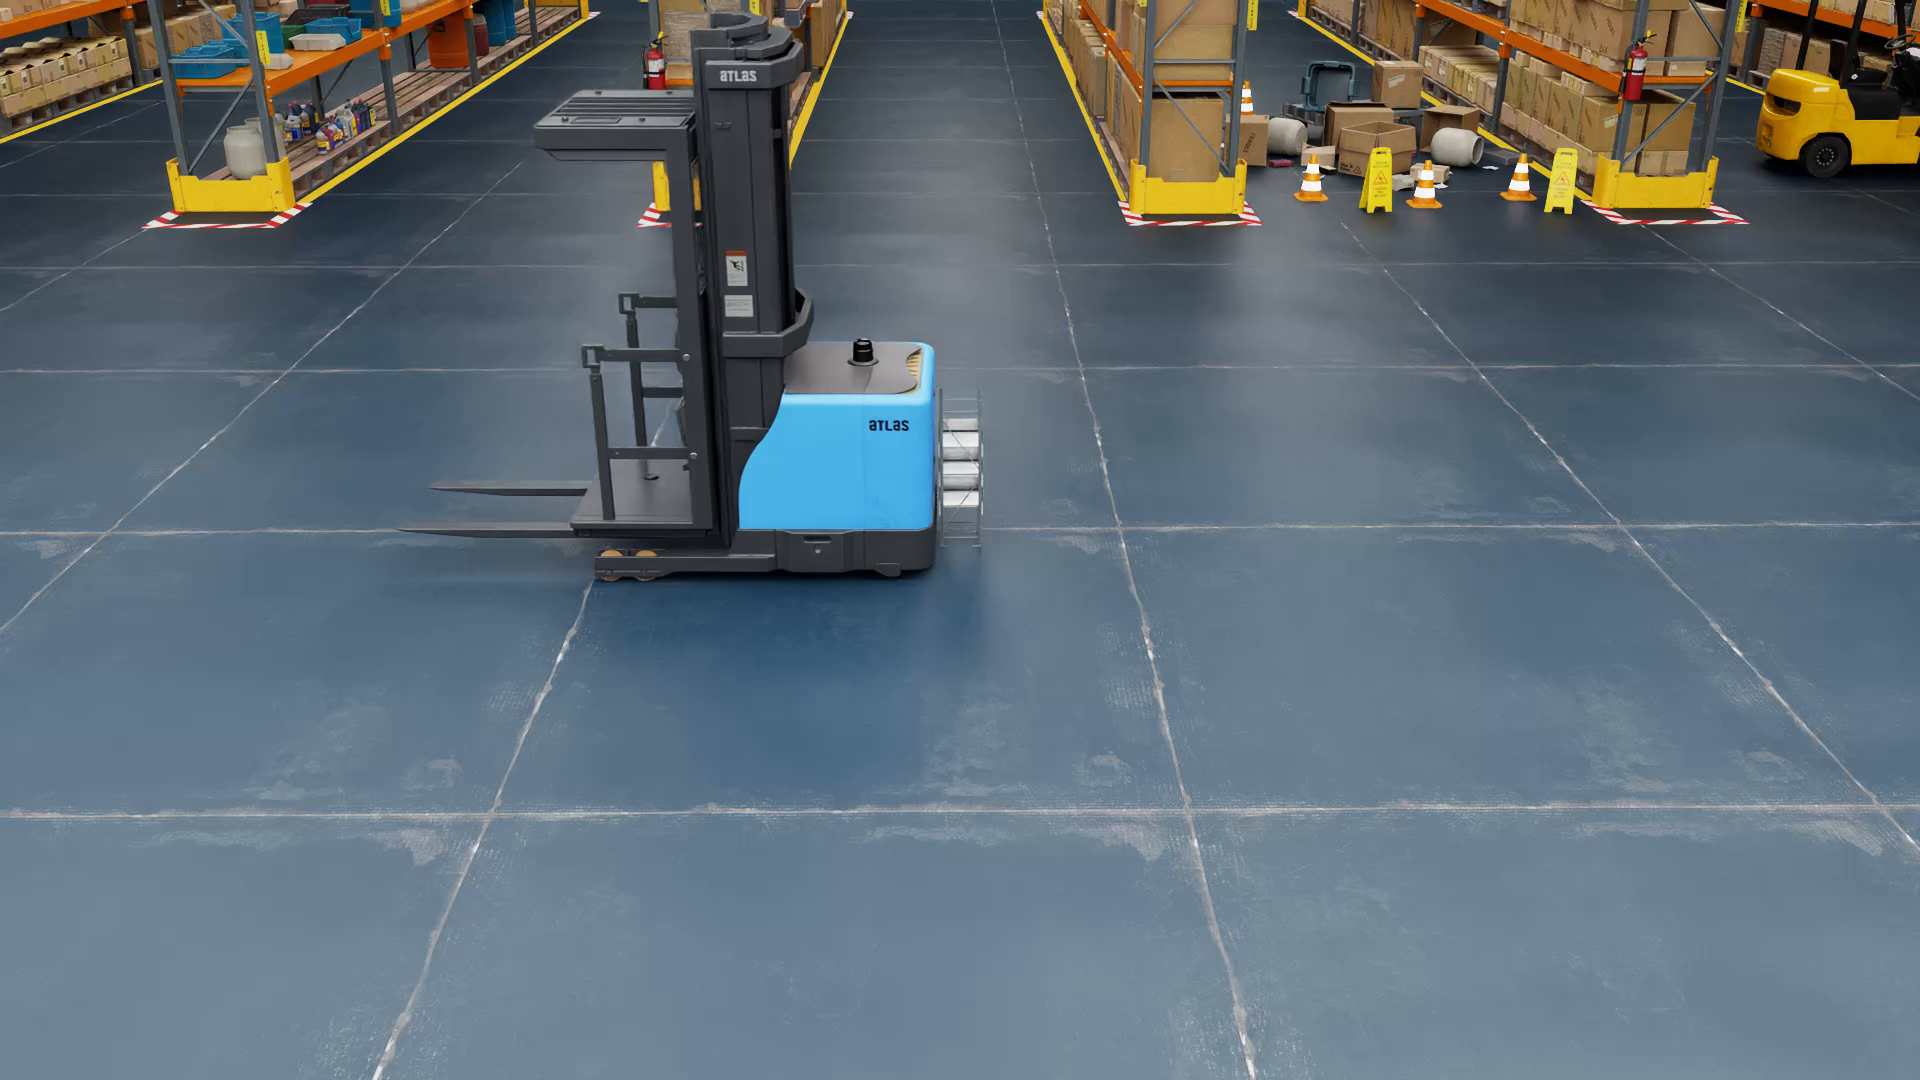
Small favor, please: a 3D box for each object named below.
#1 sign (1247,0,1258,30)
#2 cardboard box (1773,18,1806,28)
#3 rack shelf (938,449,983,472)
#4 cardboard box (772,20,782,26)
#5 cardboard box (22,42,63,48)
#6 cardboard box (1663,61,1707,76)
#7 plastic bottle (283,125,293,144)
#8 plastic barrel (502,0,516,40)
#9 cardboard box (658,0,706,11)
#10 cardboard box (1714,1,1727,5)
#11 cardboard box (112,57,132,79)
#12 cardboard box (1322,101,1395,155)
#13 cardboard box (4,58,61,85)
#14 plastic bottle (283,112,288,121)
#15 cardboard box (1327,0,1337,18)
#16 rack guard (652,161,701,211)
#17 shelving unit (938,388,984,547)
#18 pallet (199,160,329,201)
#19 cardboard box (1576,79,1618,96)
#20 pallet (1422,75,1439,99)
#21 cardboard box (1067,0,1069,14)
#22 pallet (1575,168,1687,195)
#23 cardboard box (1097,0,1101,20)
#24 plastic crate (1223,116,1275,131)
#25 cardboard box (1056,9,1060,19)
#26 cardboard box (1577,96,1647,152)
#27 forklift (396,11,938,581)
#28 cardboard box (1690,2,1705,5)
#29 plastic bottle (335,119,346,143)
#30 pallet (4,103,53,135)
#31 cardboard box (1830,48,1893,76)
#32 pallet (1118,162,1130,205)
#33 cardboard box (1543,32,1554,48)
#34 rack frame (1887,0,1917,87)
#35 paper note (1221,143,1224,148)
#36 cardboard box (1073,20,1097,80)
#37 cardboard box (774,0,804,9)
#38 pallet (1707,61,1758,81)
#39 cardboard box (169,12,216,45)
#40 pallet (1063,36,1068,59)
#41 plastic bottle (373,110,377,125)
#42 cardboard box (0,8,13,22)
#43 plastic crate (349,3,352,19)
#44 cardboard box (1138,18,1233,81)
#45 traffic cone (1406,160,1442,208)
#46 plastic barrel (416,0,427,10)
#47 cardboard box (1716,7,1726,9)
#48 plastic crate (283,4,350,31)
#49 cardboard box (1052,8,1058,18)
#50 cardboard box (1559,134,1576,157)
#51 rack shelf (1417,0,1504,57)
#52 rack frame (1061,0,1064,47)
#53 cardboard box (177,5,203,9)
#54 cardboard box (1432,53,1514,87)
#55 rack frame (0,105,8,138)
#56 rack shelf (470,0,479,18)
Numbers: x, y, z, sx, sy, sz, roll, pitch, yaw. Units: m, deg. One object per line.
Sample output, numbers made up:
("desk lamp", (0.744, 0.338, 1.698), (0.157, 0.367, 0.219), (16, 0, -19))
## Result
("sign", (2.915, -5.255, 16.582), (0.100, 0.325, 0.005), (0, 24, -1))
("cardboard box", (12.491, -7.773, 25.032), (0.380, 0.149, 0.250), (1, 24, 2))
("rack shelf", (0.003, -0.465, 9.548), (0.258, 0.077, 0.200), (0, 24, 0))
("cardboard box", (-2.355, -6.187, 20.095), (0.380, 0.149, 0.250), (0, 24, -1))
("cardboard box", (-12.867, -6.858, 23.419), (0.500, 0.311, 0.500), (-1, 24, -2))
("cardboard box", (7.512, -4.915, 17.281), (0.380, 0.149, 0.250), (0, 24, 0))
("plastic bottle", (-7.874, -4.749, 19.473), (0.097, 0.201, 0.097), (0, 24, 0))
("plastic barrel", (-7.695, -8.777, 27.553), (0.600, 0.901, 0.708), (0, 24, -1))
("cardboard box", (-2.853, -5.706, 17.030), (0.500, 0.500, 0.500), (0, 24, -1))
("cardboard box", (12.432, -8.627, 26.921), (0.380, 0.149, 0.250), (0, 24, 1))
("cardboard box", (-12.344, -6.820, 24.016), (0.500, 0.250, 0.500), (0, 24, 1))
("cardboard box", (4.740, -4.910, 19.831), (0.797, 0.637, 0.503), (0, 24, -1))
("cardboard box", (-12.312, -6.234, 22.040), (0.500, 0.311, 0.500), (-1, 24, -2))
("plastic bottle", (-8.041, -4.952, 19.821), (0.061, 0.283, 0.133), (1, 24, 2))
("cardboard box", (7.260, -9.856, 30.503), (0.875, 0.438, 0.875), (0, 24, 1))
("rack guard", (-2.601, -3.736, 17.404), (1.175, 0.500, 0.348), (0, 24, -1))
("shelving unit", (0.003, -0.414, 9.572), (0.258, 0.900, 0.210), (0, 24, 0))
("pallet", (-7.604, -3.917, 18.154), (1.003, 0.211, 1.213), (0, 24, -1))
("cardboard box", (6.968, -4.944, 18.171), (0.380, 0.149, 0.250), (0, 24, 1))
("pallet", (7.229, -6.592, 24.069), (1.003, 0.211, 1.213), (0, 24, -1))
("cardboard box", (1.982, -8.638, 26.823), (0.500, 0.250, 0.500), (0, 24, 1))
("pallet", (7.335, -3.984, 18.302), (1.003, 0.211, 1.213), (0, 24, -1))
("cardboard box", (2.038, -6.940, 21.333), (0.500, 0.500, 0.500), (-1, 24, -1))
("plastic crate", (3.629, -5.152, 20.843), (0.450, 0.188, 0.662), (3, 22, 31))
("cardboard box", (1.872, -9.147, 28.923), (0.380, 0.149, 0.250), (-1, 24, -2))
("cardboard box", (7.040, -4.497, 17.971), (0.500, 0.500, 0.500), (0, 24, 0))
("forklift", (-1.656, -1.325, 9.123), (3.031, 2.935, 1.130), (0, 24, 1))
("cardboard box", (7.572, -5.479, 17.742), (0.500, 0.500, 0.500), (0, 24, 1))
("plastic bottle", (-7.268, -4.793, 19.485), (0.097, 0.271, 0.097), (0, 24, 0))
("pallet", (-12.597, -5.482, 21.614), (1.003, 0.211, 1.213), (0, 24, -1))
("cardboard box", (12.211, -6.204, 22.200), (0.875, 0.625, 0.625), (0, 24, -1))
("pallet", (2.273, -3.883, 18.079), (1.003, 0.211, 1.213), (0, 24, -1))
("cardboard box", (6.953, -5.763, 19.158), (0.380, 0.149, 0.250), (0, 24, 0))
("rack frame", (12.229, -6.560, 20.615), (1.000, 3.000, 0.127), (0, 24, -1))
("paper note", (3.230, -4.847, 20.429), (0.147, 0.020, 0.142), (-19, 31, -36))
("cardboard box", (2.190, -7.036, 23.887), (1.050, 0.750, 0.750), (-1, 24, -1))
("cardboard box", (-2.513, -7.285, 20.979), (1.000, 1.000, 1.000), (0, 24, 0))
("pallet", (12.215, -7.246, 25.515), (1.003, 0.211, 1.213), (0, 24, -1))
("cardboard box", (-12.343, -8.194, 26.728), (0.500, 0.500, 0.500), (0, 24, 0))
("pallet", (2.239, -8.178, 27.575), (1.003, 0.211, 1.213), (0, 24, -1))
("plastic bottle", (-7.281, -5.247, 20.573), (0.097, 0.201, 0.097), (0, 24, 0))
("cardboard box", (-12.355, -6.700, 21.230), (0.380, 0.149, 0.250), (0, 24, -1))
("plastic crate", (-7.920, -6.915, 21.420), (0.392, 0.384, 0.575), (0, 24, -1))
("cardboard box", (2.311, -5.045, 17.083), (0.875, 0.550, 0.550), (0, 24, -1))
("traffic cone", (4.908, -3.759, 17.499), (0.336, 0.463, 0.334), (0, 24, -1))
("plastic barrel", (-7.401, -7.407, 22.323), (0.433, 0.535, 0.433), (0, 24, 0))
("cardboard box", (11.940, -8.305, 26.210), (0.380, 0.149, 0.250), (-1, 24, -3))
("plastic crate", (-7.718, -6.225, 19.949), (0.767, 0.338, 0.504), (0, 24, -1))
("cardboard box", (1.873, -9.569, 30.217), (0.380, 0.149, 0.250), (-1, 24, -3))
("cardboard box", (7.033, -4.372, 18.604), (0.500, 0.250, 0.500), (0, 24, 0))
("rack shelf", (7.244, -7.033, 22.533), (1.077, 0.370, 4.000), (0, 24, -1))
("rack frame", (2.229, -9.769, 27.710), (1.000, 3.000, 0.127), (0, 24, -1))
("cardboard box", (-12.875, -8.606, 27.639), (0.500, 0.500, 0.500), (-1, 24, -3))
("cardboard box", (7.234, -6.642, 23.474), (0.950, 0.372, 0.625), (-1, 24, -2))
("rack frame", (-12.550, -6.449, 20.369), (1.000, 3.000, 0.127), (0, 24, -1))
("rack shelf", (-7.662, -8.614, 26.029), (1.077, 0.370, 4.000), (0, 24, -1))
